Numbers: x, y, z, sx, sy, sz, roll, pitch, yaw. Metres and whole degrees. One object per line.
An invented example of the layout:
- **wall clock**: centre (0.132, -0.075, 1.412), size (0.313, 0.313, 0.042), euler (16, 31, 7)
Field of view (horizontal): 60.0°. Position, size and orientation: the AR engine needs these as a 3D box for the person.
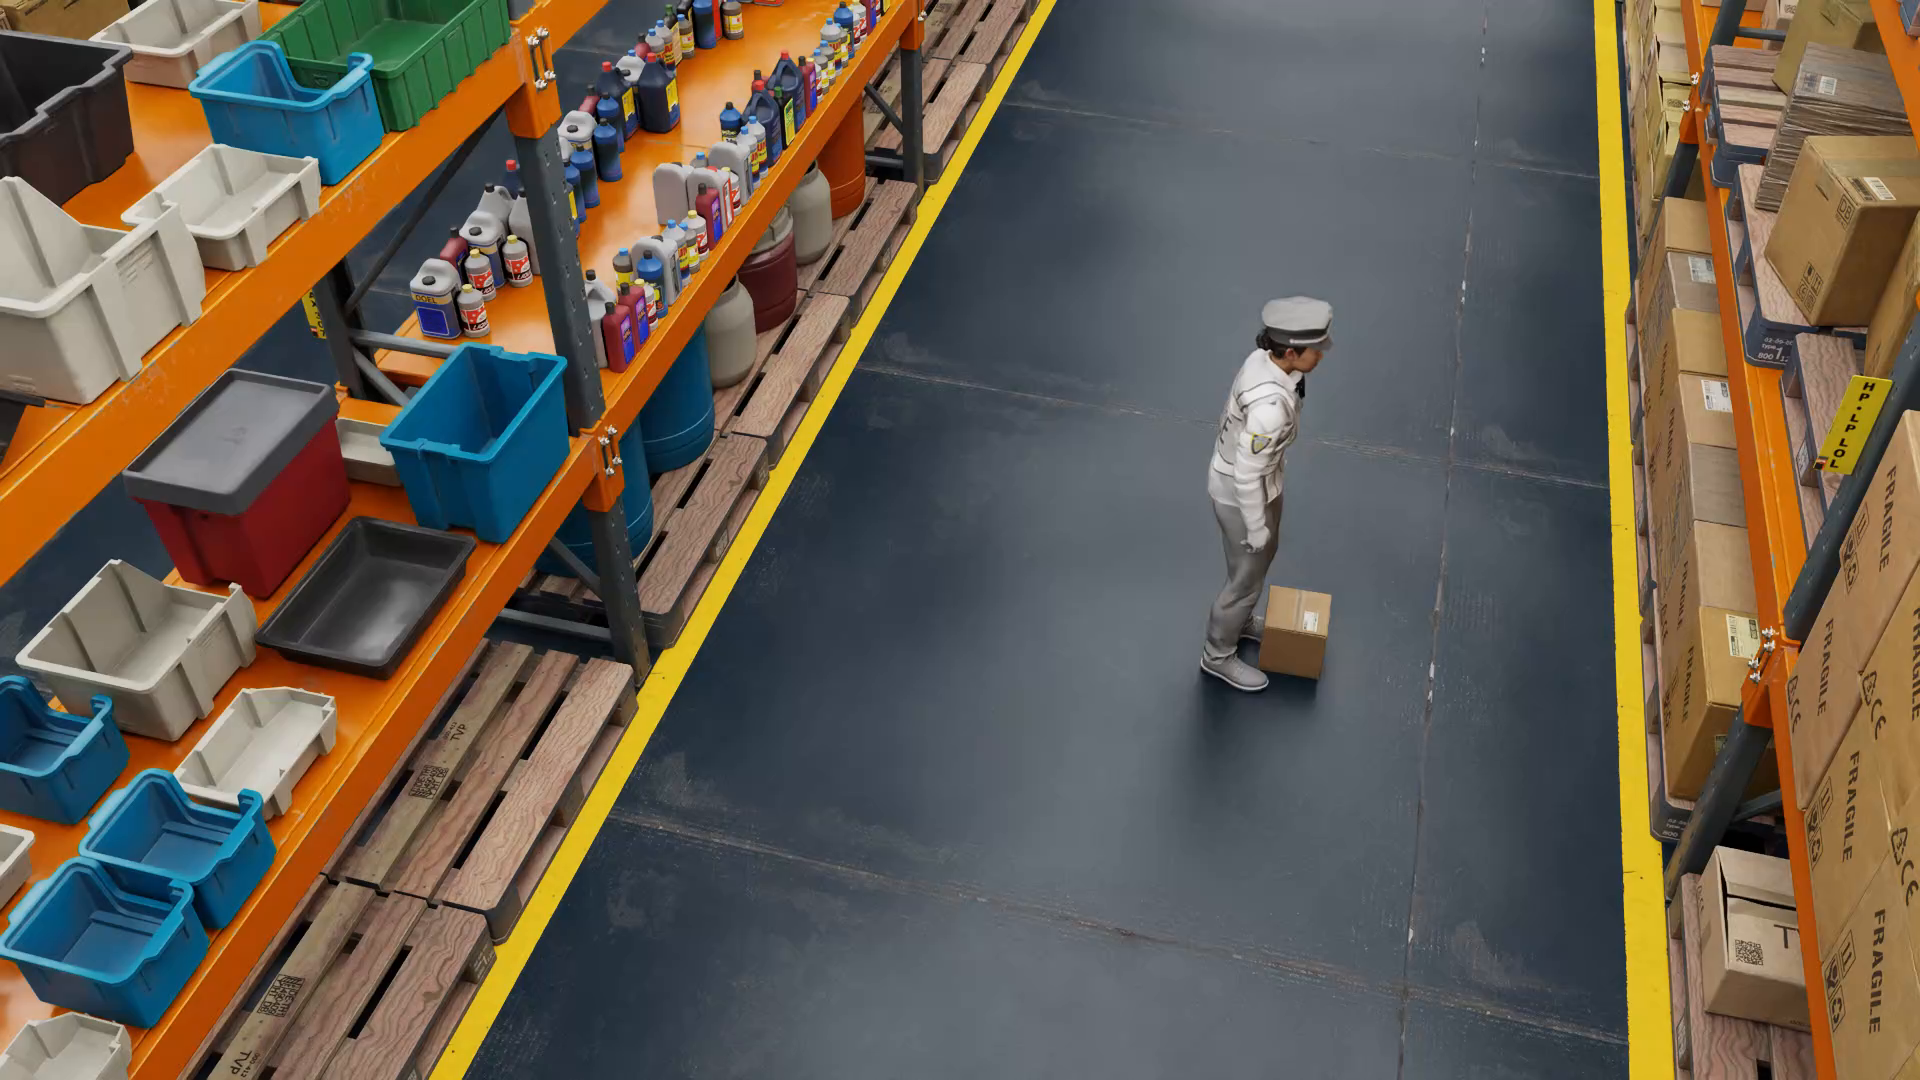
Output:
- **person**: centre (1.149, -0.186, 6.367), size (0.403, 1.664, 0.528), euler (10, 42, 11)
